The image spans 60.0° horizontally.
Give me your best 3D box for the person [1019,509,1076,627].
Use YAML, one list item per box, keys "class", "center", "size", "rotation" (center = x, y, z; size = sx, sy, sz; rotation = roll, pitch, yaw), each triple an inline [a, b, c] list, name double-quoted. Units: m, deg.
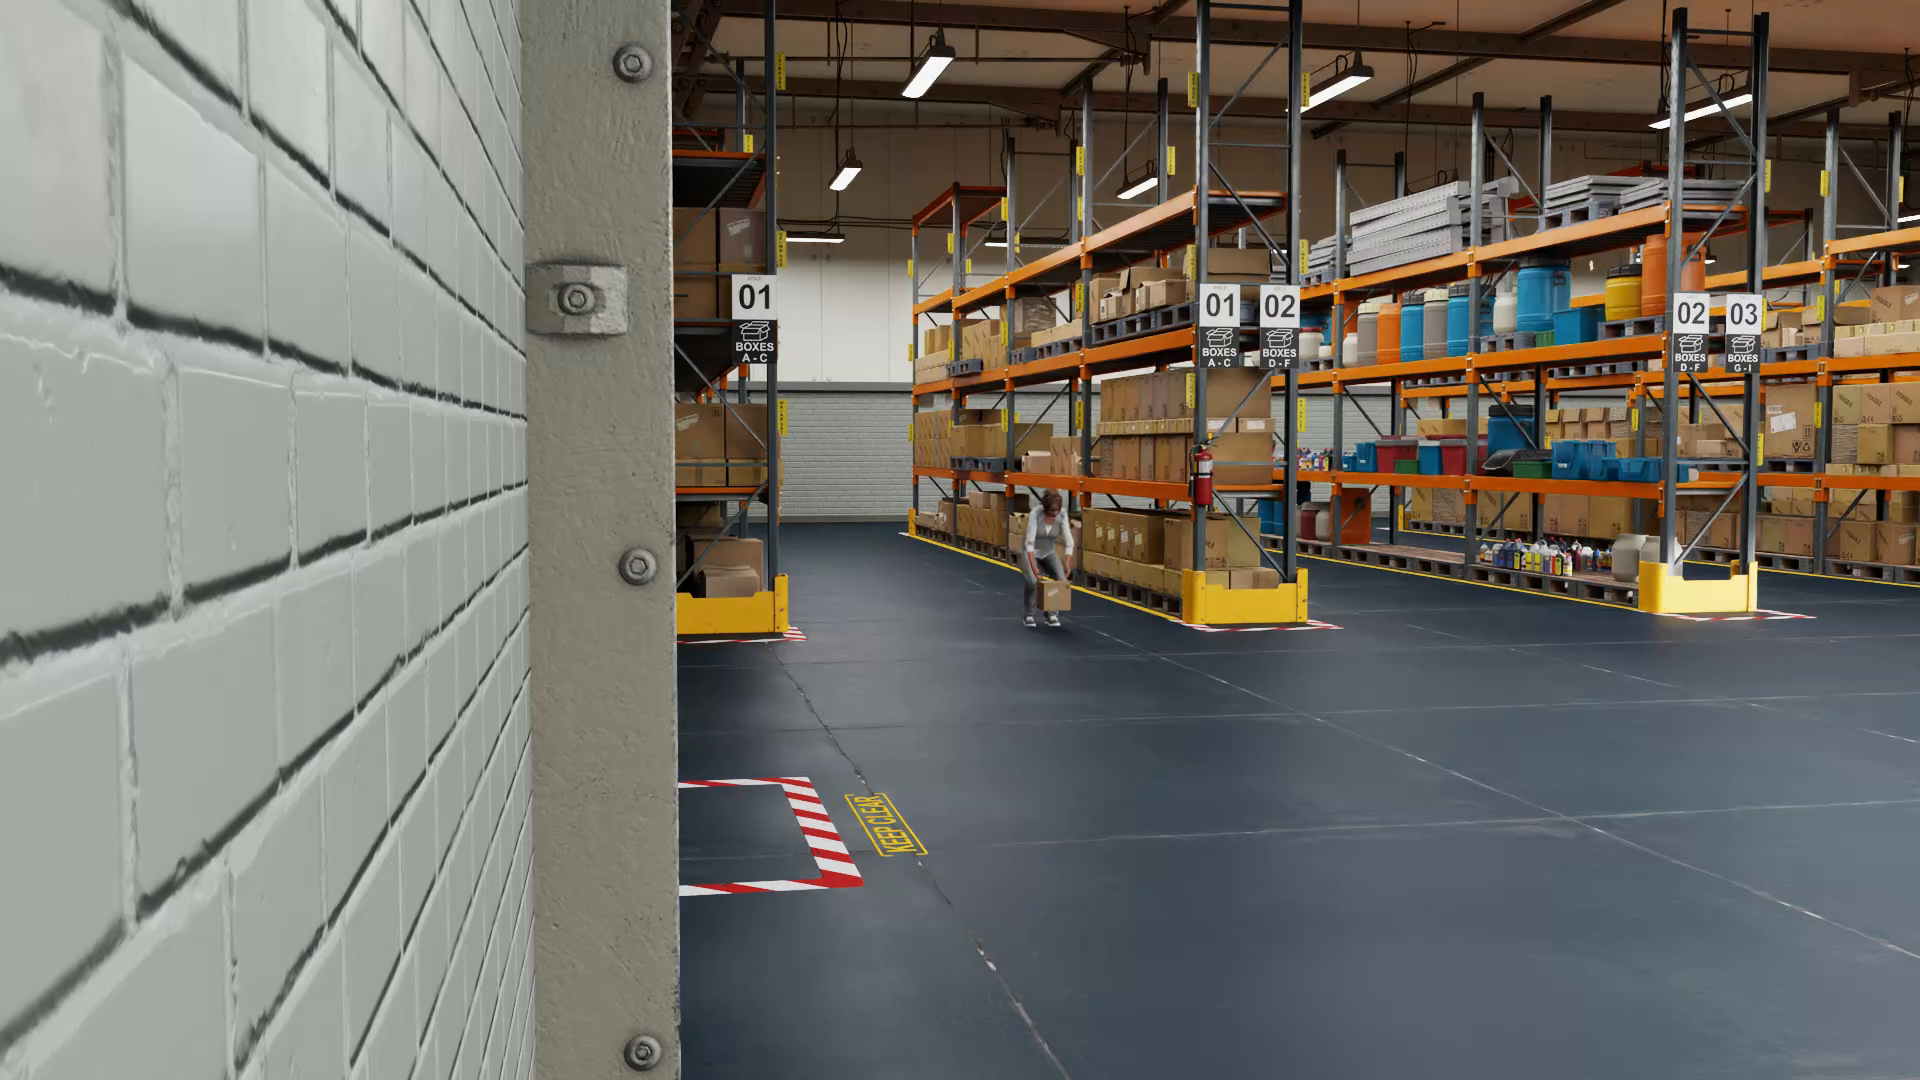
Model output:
- class: "person"
  center: [0.803, 0.253, 15.427]
  size: [0.463, 1.111, 0.738]
  rotation: [-1, 3, -11]
